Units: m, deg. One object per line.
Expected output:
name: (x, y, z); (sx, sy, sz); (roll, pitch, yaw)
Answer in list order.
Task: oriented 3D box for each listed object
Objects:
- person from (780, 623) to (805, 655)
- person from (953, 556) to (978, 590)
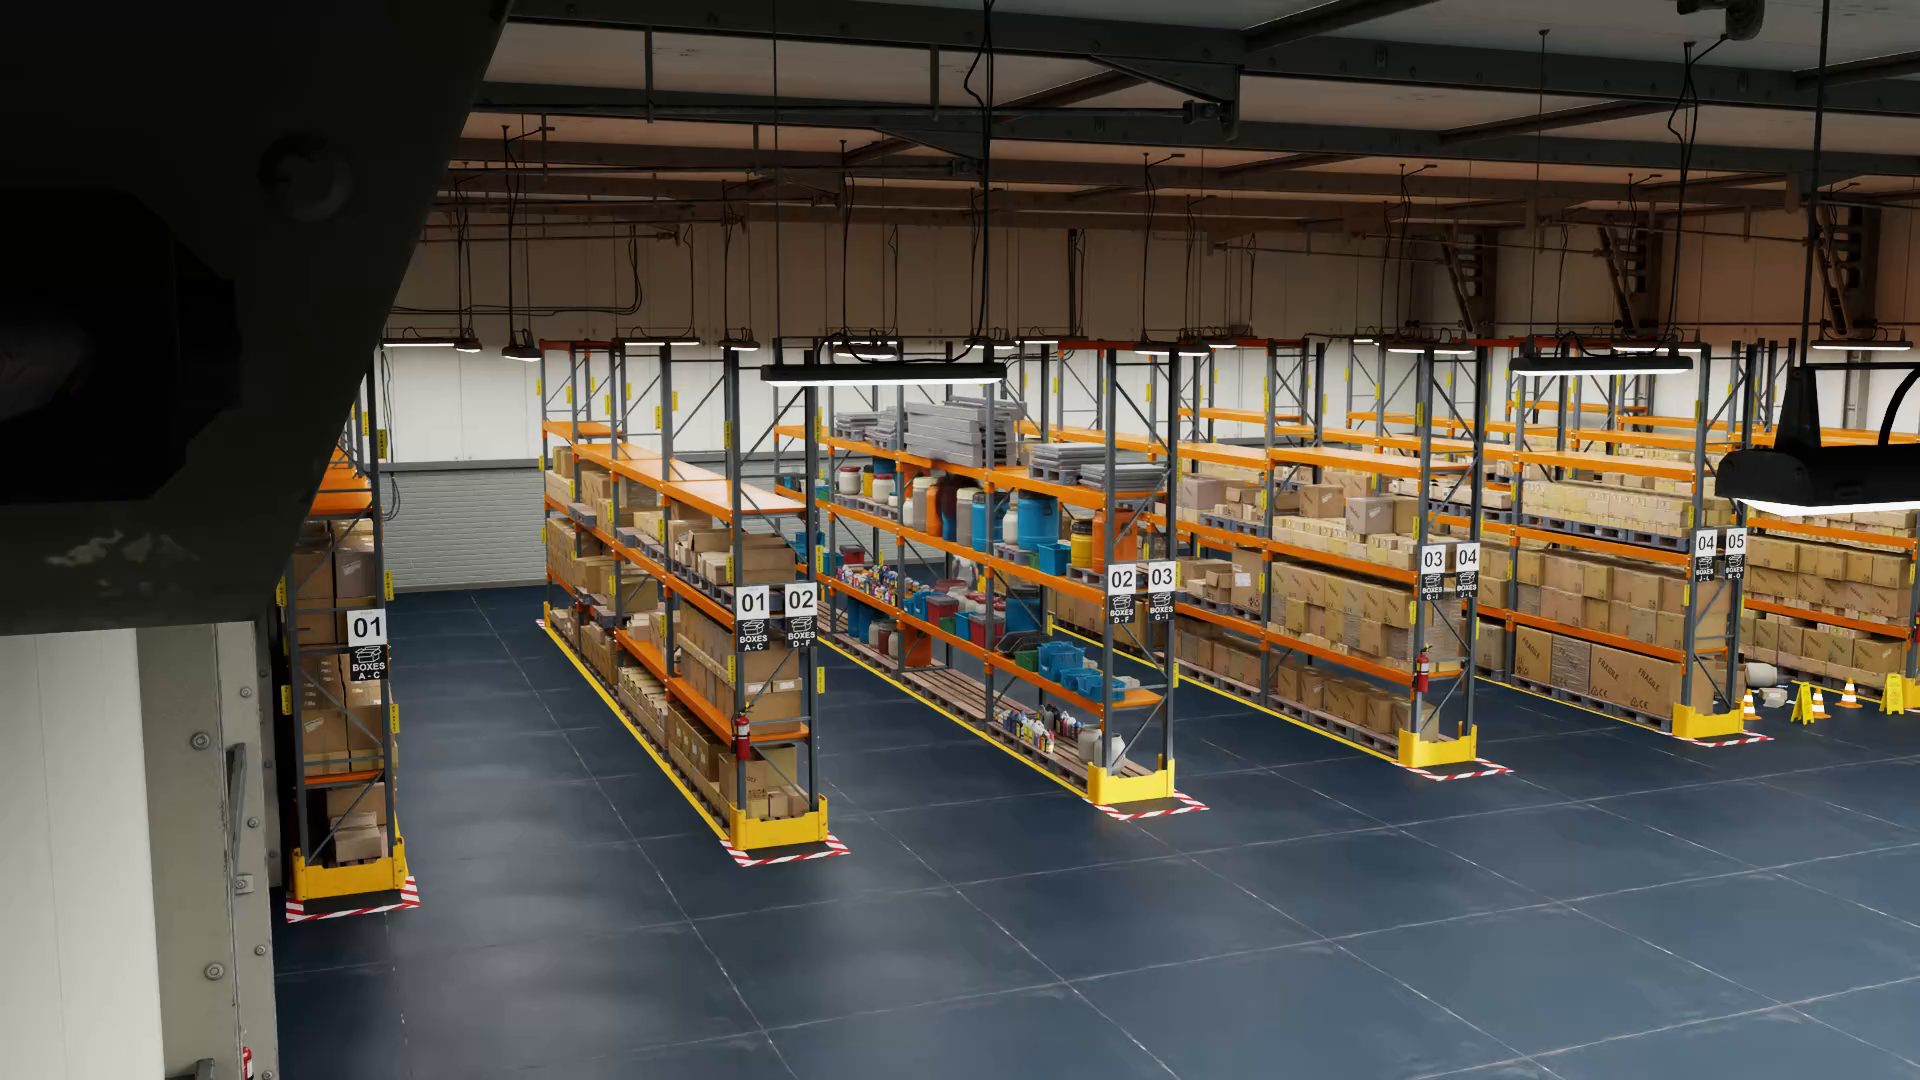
person: (-3.248, 1.371, 31.989); (0.508, 1.655, 0.503); (-1, 8, -8)
person: (0.133, 0.883, 35.777); (0.504, 1.649, 0.969); (-3, 8, -21)
